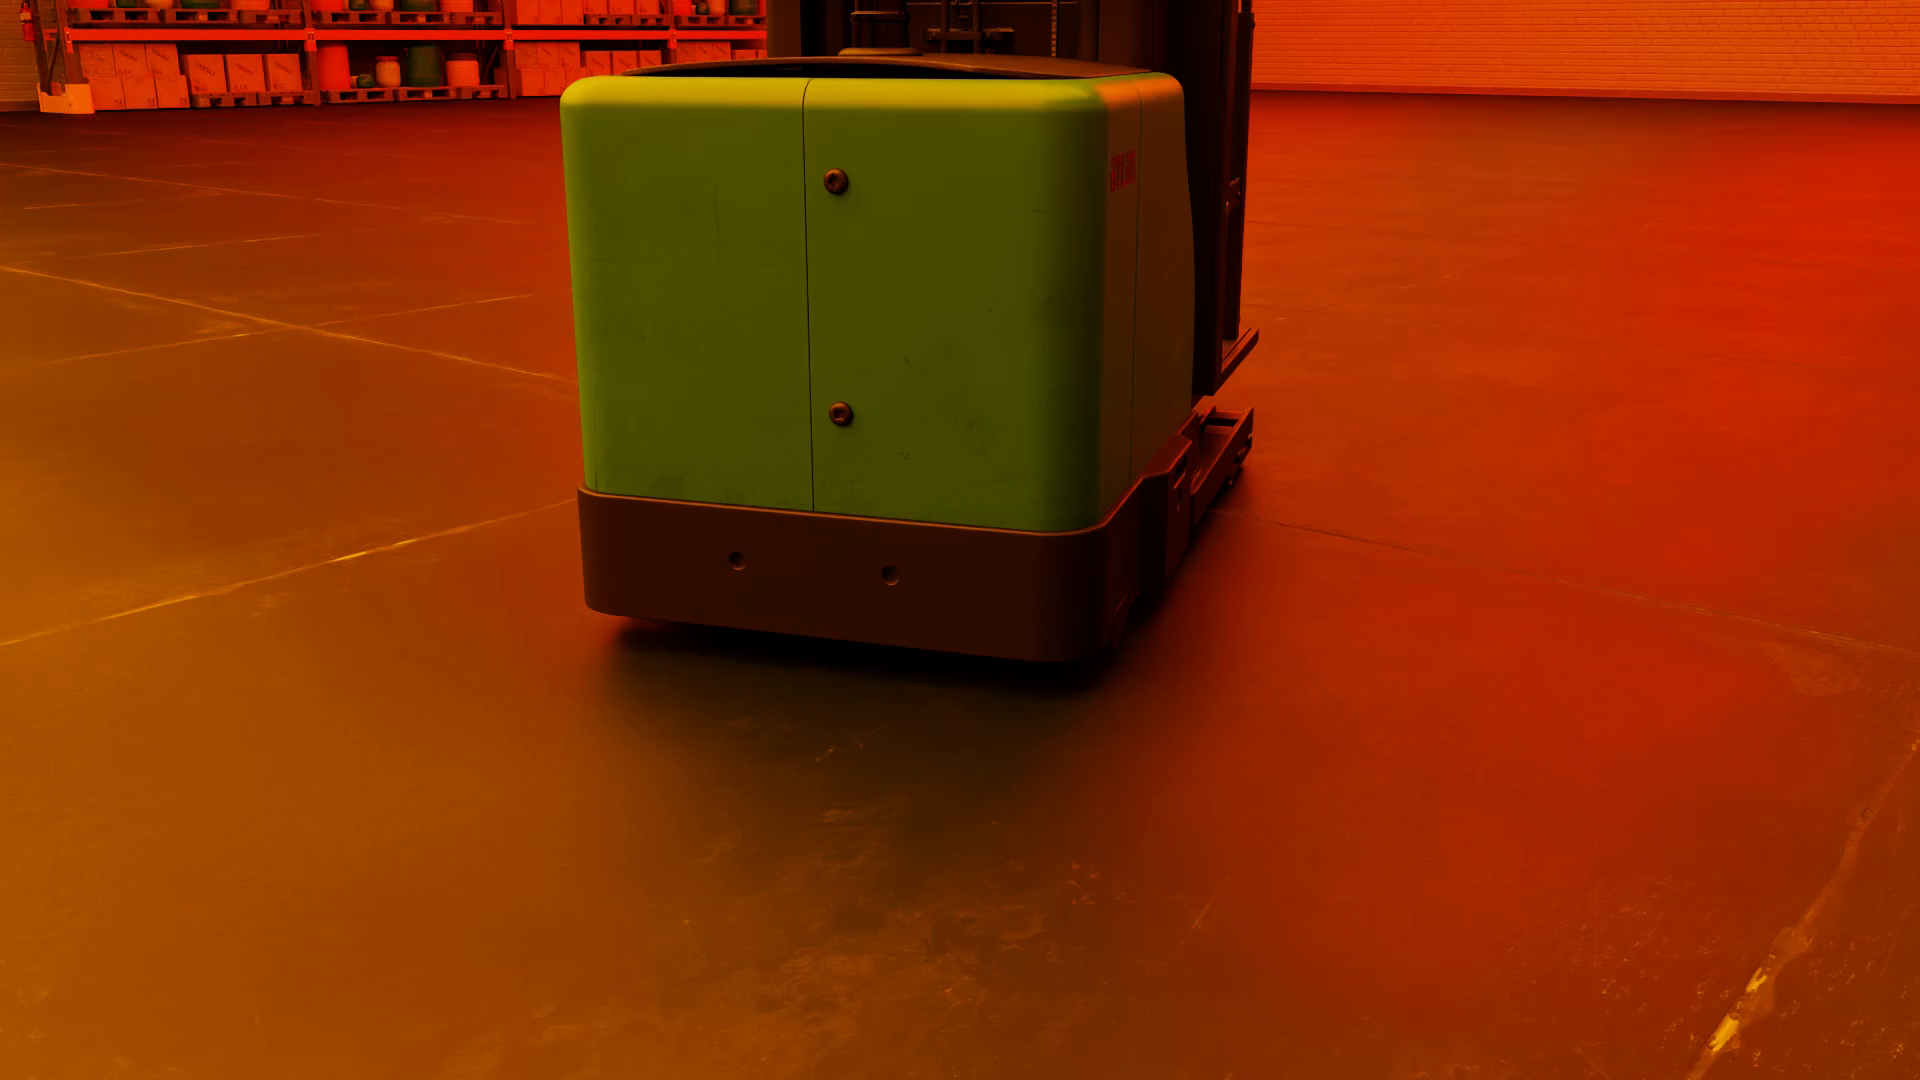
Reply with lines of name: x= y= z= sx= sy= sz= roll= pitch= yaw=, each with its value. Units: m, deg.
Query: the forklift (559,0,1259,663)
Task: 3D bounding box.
forklift: x=0.182 y=-1.571 z=4.072 sx=1.130 sy=2.935 sz=3.031 roll=5 pitch=18 yaw=17
